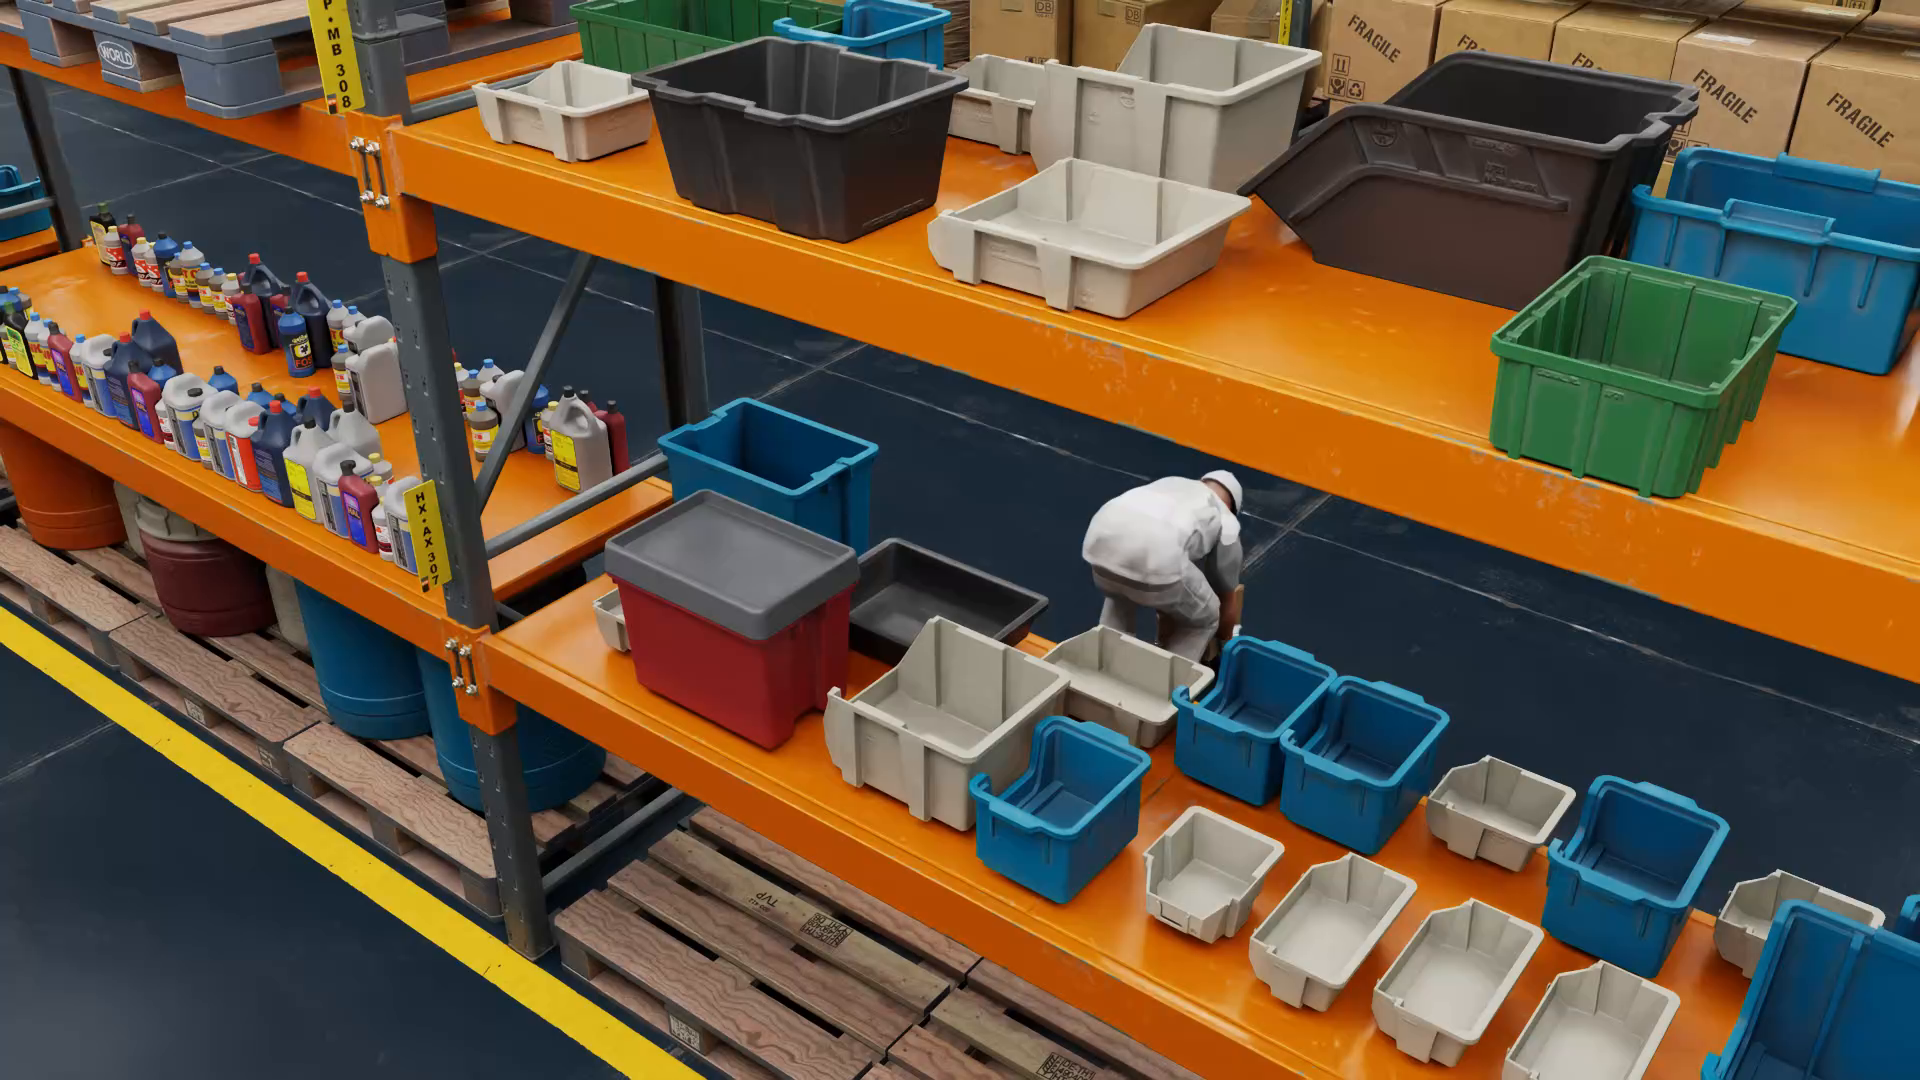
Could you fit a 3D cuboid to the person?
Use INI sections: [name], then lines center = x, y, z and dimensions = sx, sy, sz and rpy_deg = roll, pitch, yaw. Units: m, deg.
[person]
center = 0.828, 0.184, 6.544
dimensions = 0.524, 1.023, 0.955
rpy_deg = 19, 36, 29
